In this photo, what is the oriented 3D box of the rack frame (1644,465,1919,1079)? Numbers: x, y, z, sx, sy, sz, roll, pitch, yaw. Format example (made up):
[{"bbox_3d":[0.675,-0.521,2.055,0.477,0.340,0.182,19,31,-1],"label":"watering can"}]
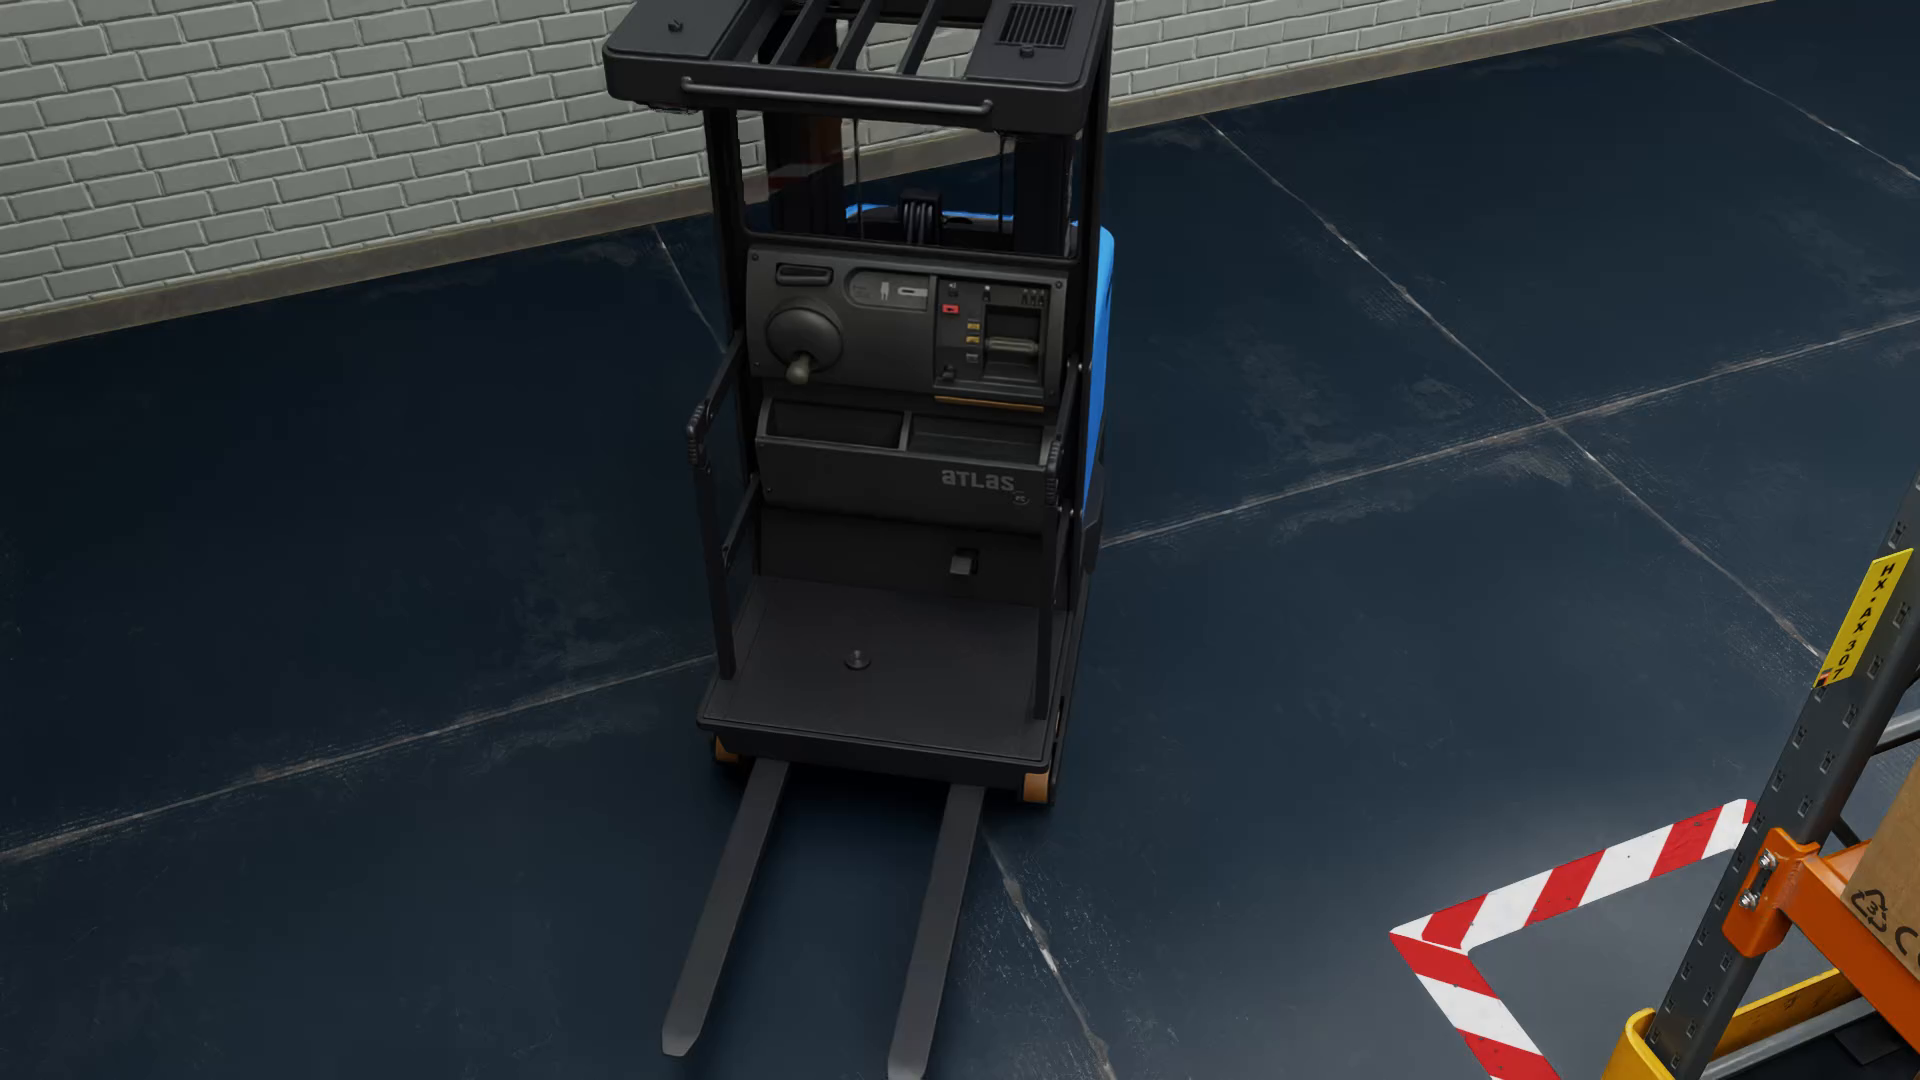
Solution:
[{"bbox_3d":[2.190,0.343,3.551,1.000,3.000,0.127,-15,43,-17],"label":"rack frame"}]

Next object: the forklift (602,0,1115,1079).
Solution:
[{"bbox_3d":[-0.194,-0.534,4.623,1.130,2.935,3.031,6,41,7],"label":"forklift"}]

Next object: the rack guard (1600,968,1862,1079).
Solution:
[{"bbox_3d":[2.220,1.336,4.313,1.175,0.500,0.348,-15,43,-17],"label":"rack guard"}]

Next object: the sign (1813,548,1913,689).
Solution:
[{"bbox_3d":[1.689,0.150,3.111,0.100,0.325,0.005,-15,43,-17],"label":"sign"}]

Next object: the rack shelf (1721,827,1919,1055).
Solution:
[{"bbox_3d":[2.956,1.820,2.384,1.077,0.370,4.000,-15,43,-17],"label":"rack shelf"}]

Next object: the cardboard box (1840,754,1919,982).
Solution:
[{"bbox_3d":[2.117,0.638,3.131,0.500,0.500,0.500,-14,43,-16],"label":"cardboard box"}]
